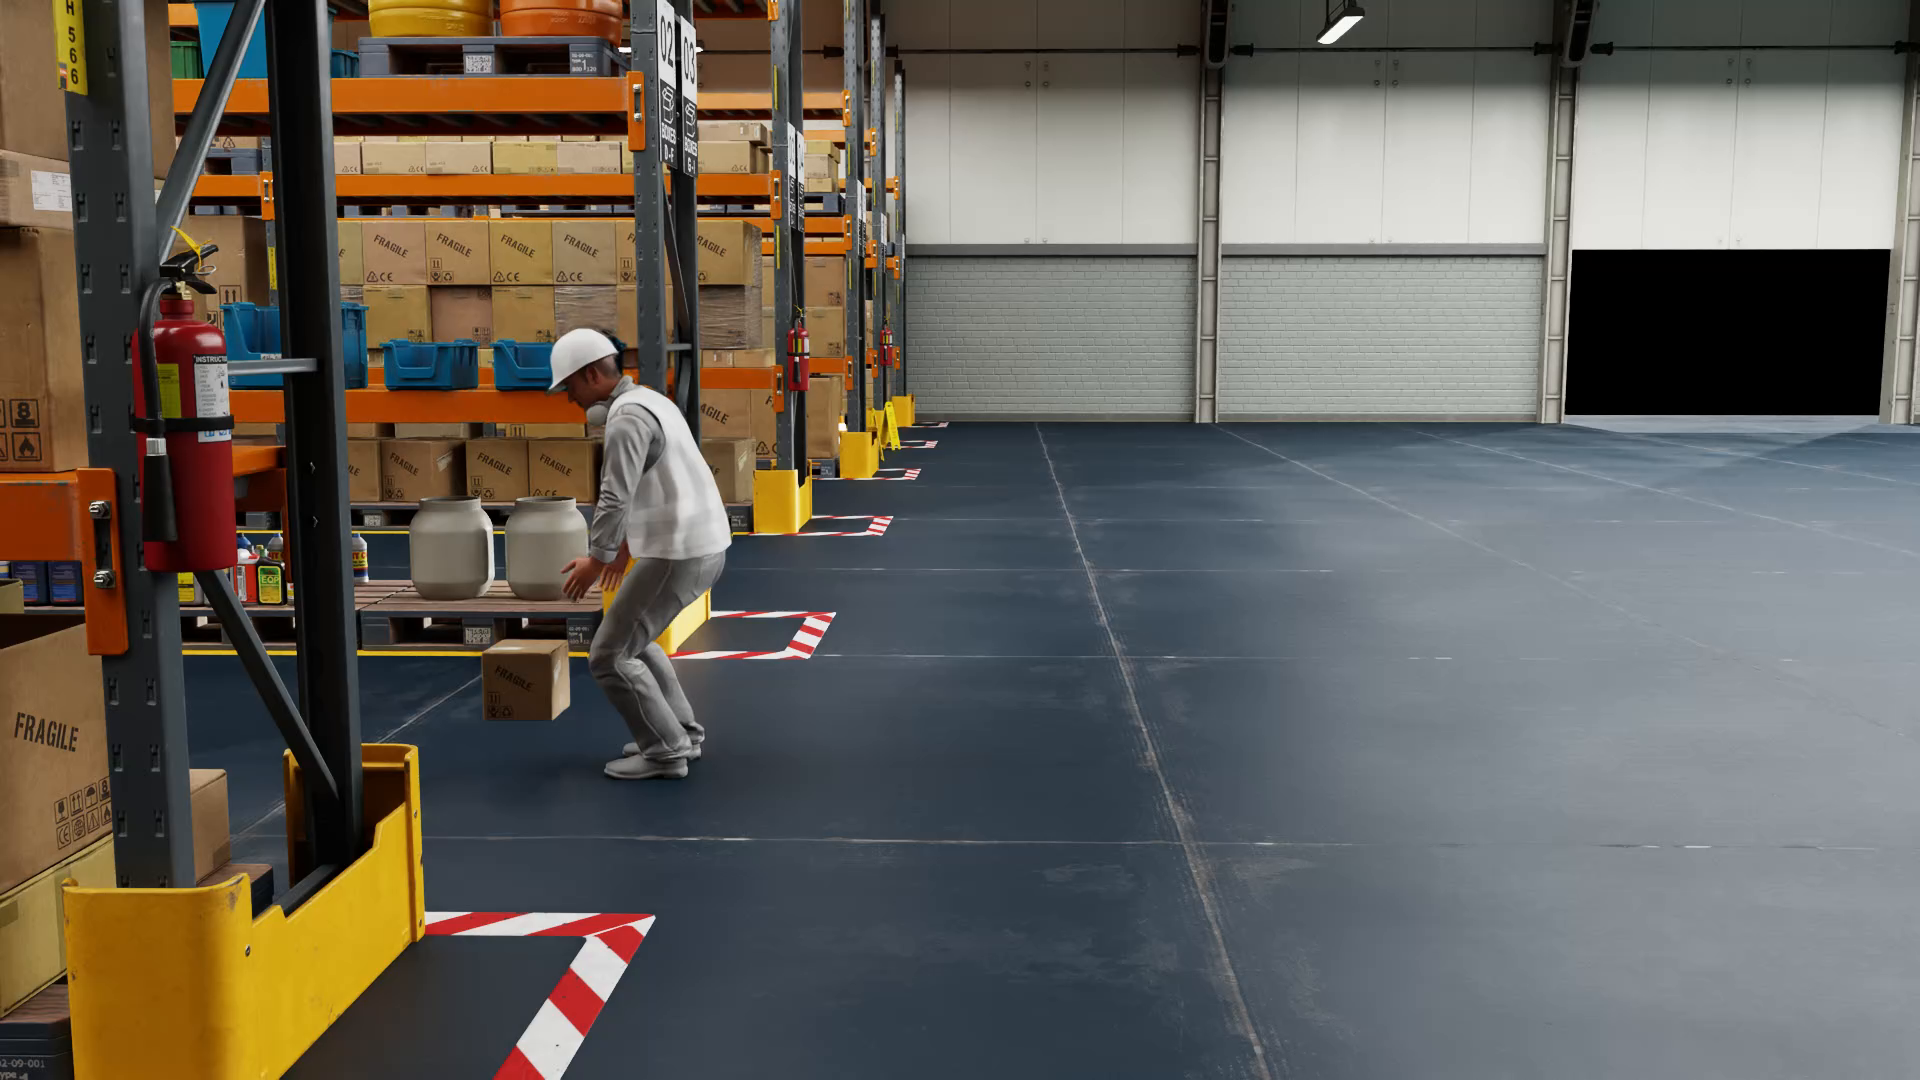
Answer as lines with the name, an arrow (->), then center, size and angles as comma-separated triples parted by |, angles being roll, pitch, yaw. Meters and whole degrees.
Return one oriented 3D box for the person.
person -> -1.152, 0.048, 5.990 | 0.627, 1.607, 0.583 | 0, 7, 2
